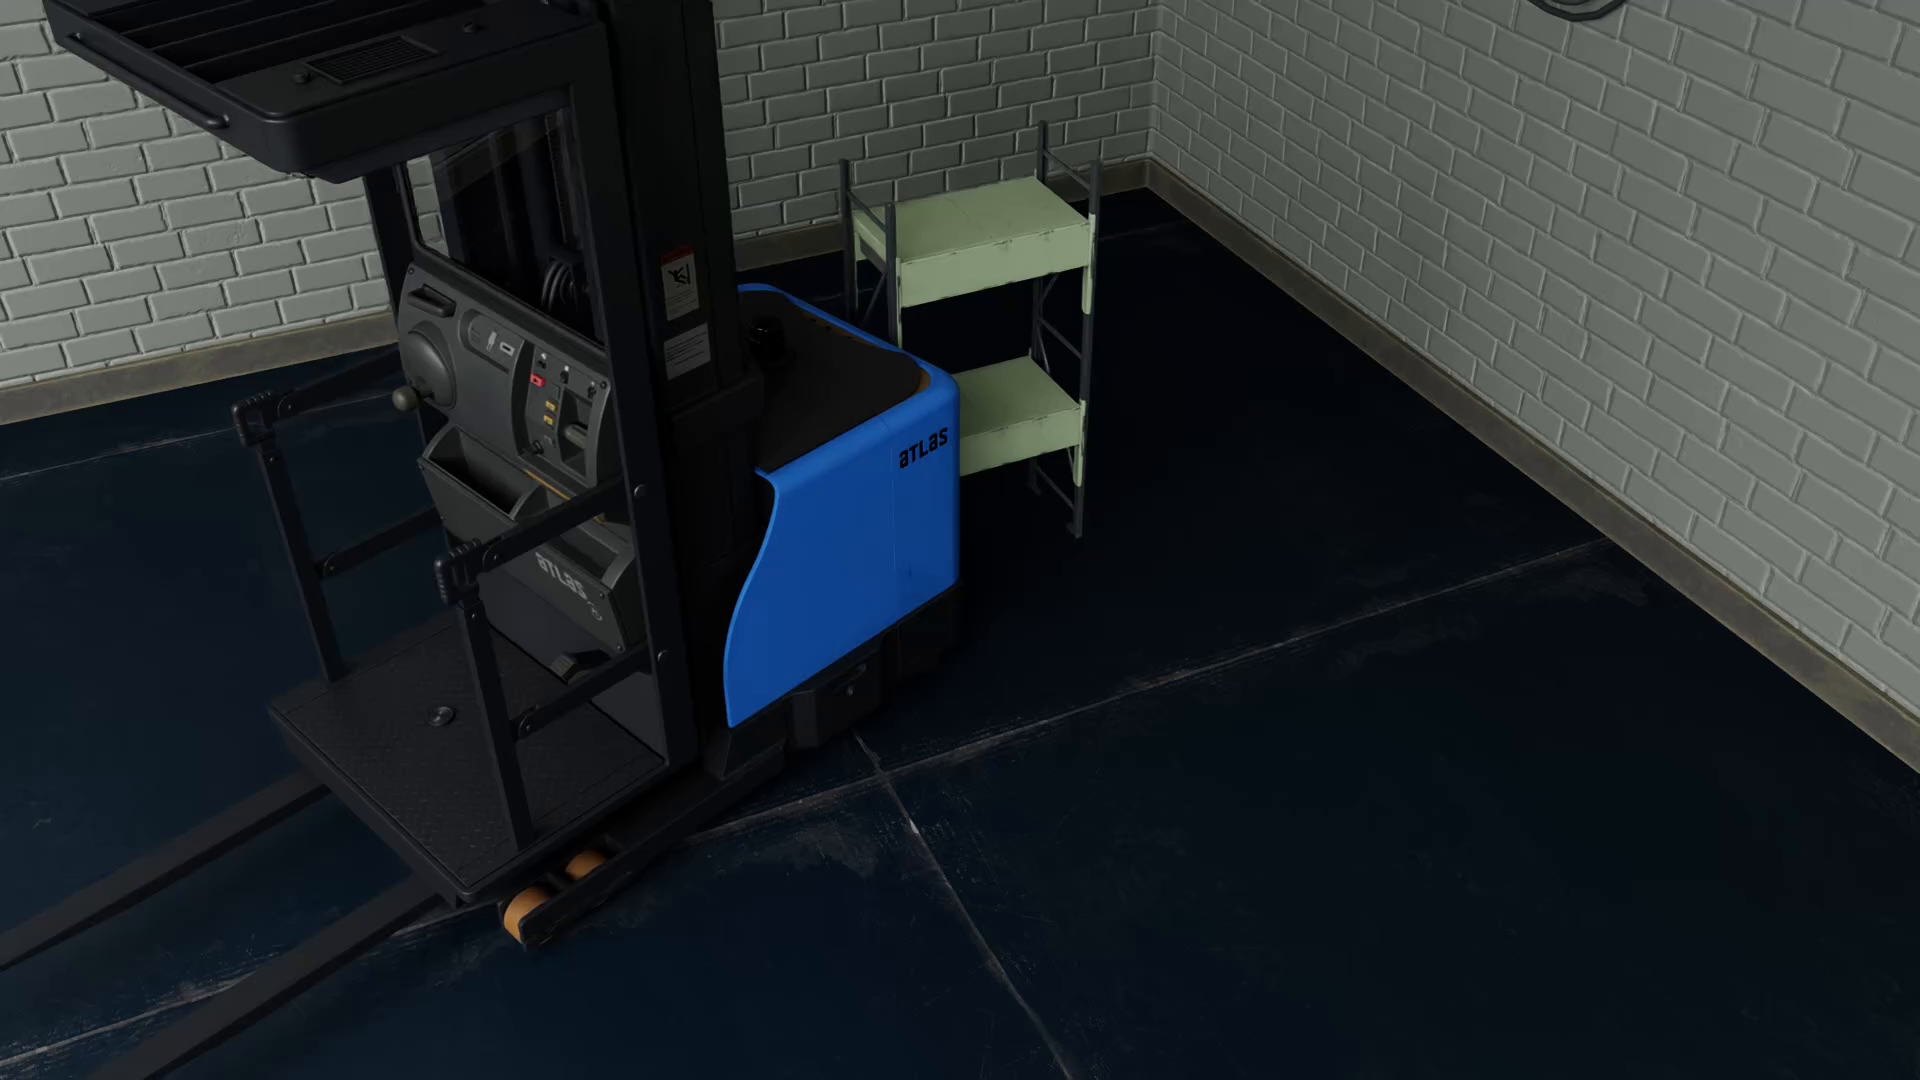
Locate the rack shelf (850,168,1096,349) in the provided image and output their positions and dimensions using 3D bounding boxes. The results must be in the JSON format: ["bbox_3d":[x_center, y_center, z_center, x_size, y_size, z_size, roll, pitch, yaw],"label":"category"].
[{"bbox_3d":[0.034,-0.939,5.602,0.720,0.370,0.431,-16,40,-21],"label":"rack shelf"}]

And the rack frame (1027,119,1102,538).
[{"bbox_3d":[0.363,-0.721,5.963,0.023,1.500,0.400,-16,40,-21],"label":"rack frame"}]

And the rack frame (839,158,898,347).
[{"bbox_3d":[-0.295,-0.530,5.706,0.023,1.500,0.400,-16,40,-21],"label":"rack frame"}]

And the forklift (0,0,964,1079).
[{"bbox_3d":[-1.366,-0.378,4.299,1.130,2.935,3.031,30,46,34],"label":"forklift"}]

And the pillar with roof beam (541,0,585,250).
[{"bbox_3d":[0.173,-2.339,1.849,0.400,9.000,9.100,-16,39,-20],"label":"pillar with roof beam"}]

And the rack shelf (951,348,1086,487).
[{"bbox_3d":[0.034,-0.364,6.028,0.720,0.370,0.431,-16,40,-21],"label":"rack shelf"}]

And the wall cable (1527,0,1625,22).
[{"bbox_3d":[1.572,-3.446,5.948,0.112,2.526,3.097,-16,39,-20],"label":"wall cable"}]

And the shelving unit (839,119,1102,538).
[{"bbox_3d":[0.034,-0.625,5.834,0.755,1.500,0.431,-16,40,-21],"label":"shelving unit"}]
